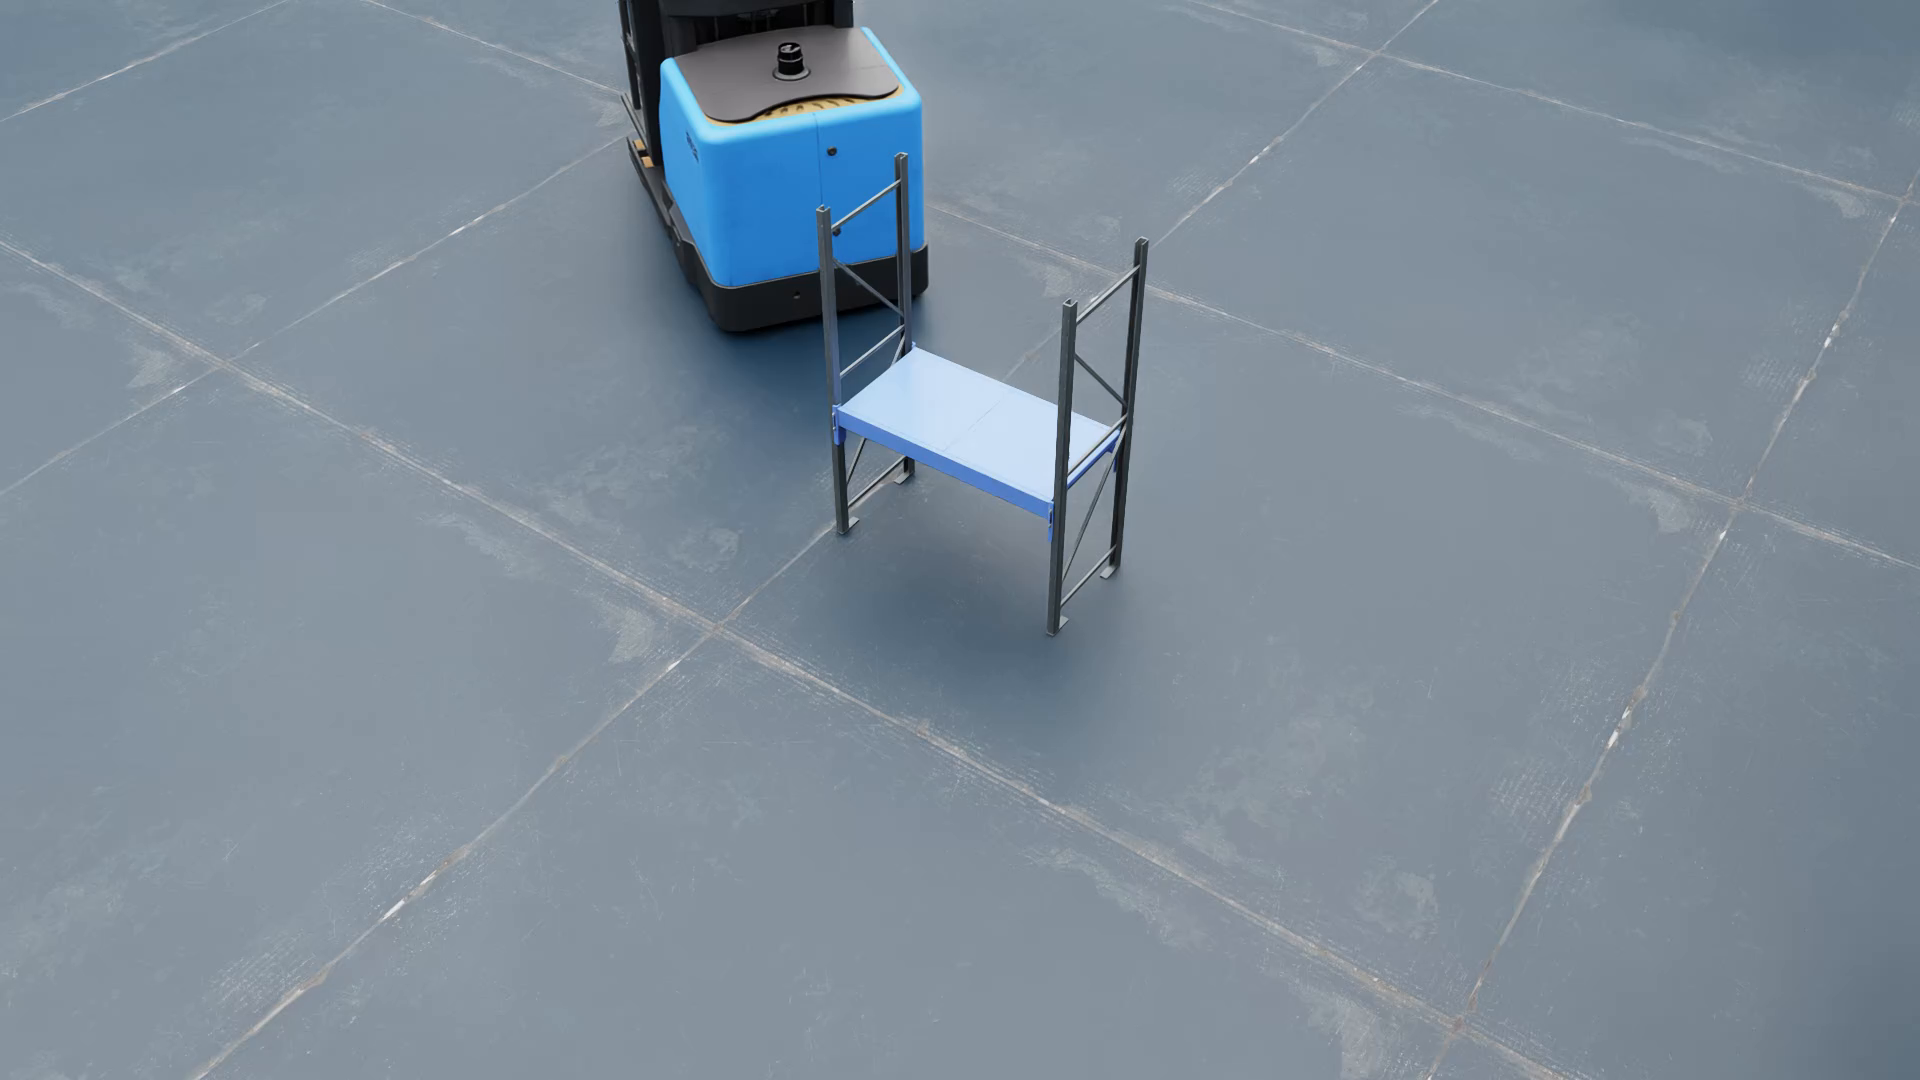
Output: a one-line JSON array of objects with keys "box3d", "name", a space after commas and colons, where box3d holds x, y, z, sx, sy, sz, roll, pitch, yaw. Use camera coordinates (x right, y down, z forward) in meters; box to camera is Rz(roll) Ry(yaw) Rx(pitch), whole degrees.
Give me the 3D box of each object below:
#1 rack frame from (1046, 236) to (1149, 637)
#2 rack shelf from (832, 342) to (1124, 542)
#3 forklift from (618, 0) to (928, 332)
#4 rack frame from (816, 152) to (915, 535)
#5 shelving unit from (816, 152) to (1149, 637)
[{"box3d": [0.486, -0.332, 5.996, 0.032, 1.500, 0.500, 25, 48, 25], "name": "rack frame"}, {"box3d": [0.070, -0.392, 6.333, 1.000, 0.185, 0.538, 25, 48, 25], "name": "rack shelf"}, {"box3d": [-1.144, -3.053, 7.964, 1.130, 2.935, 3.031, -14, 44, -15], "name": "forklift"}, {"box3d": [-0.346, -0.721, 6.431, 0.032, 1.500, 0.500, 25, 48, 25], "name": "rack frame"}, {"box3d": [0.070, -0.526, 6.213, 1.048, 1.500, 0.538, 25, 48, 25], "name": "shelving unit"}]
